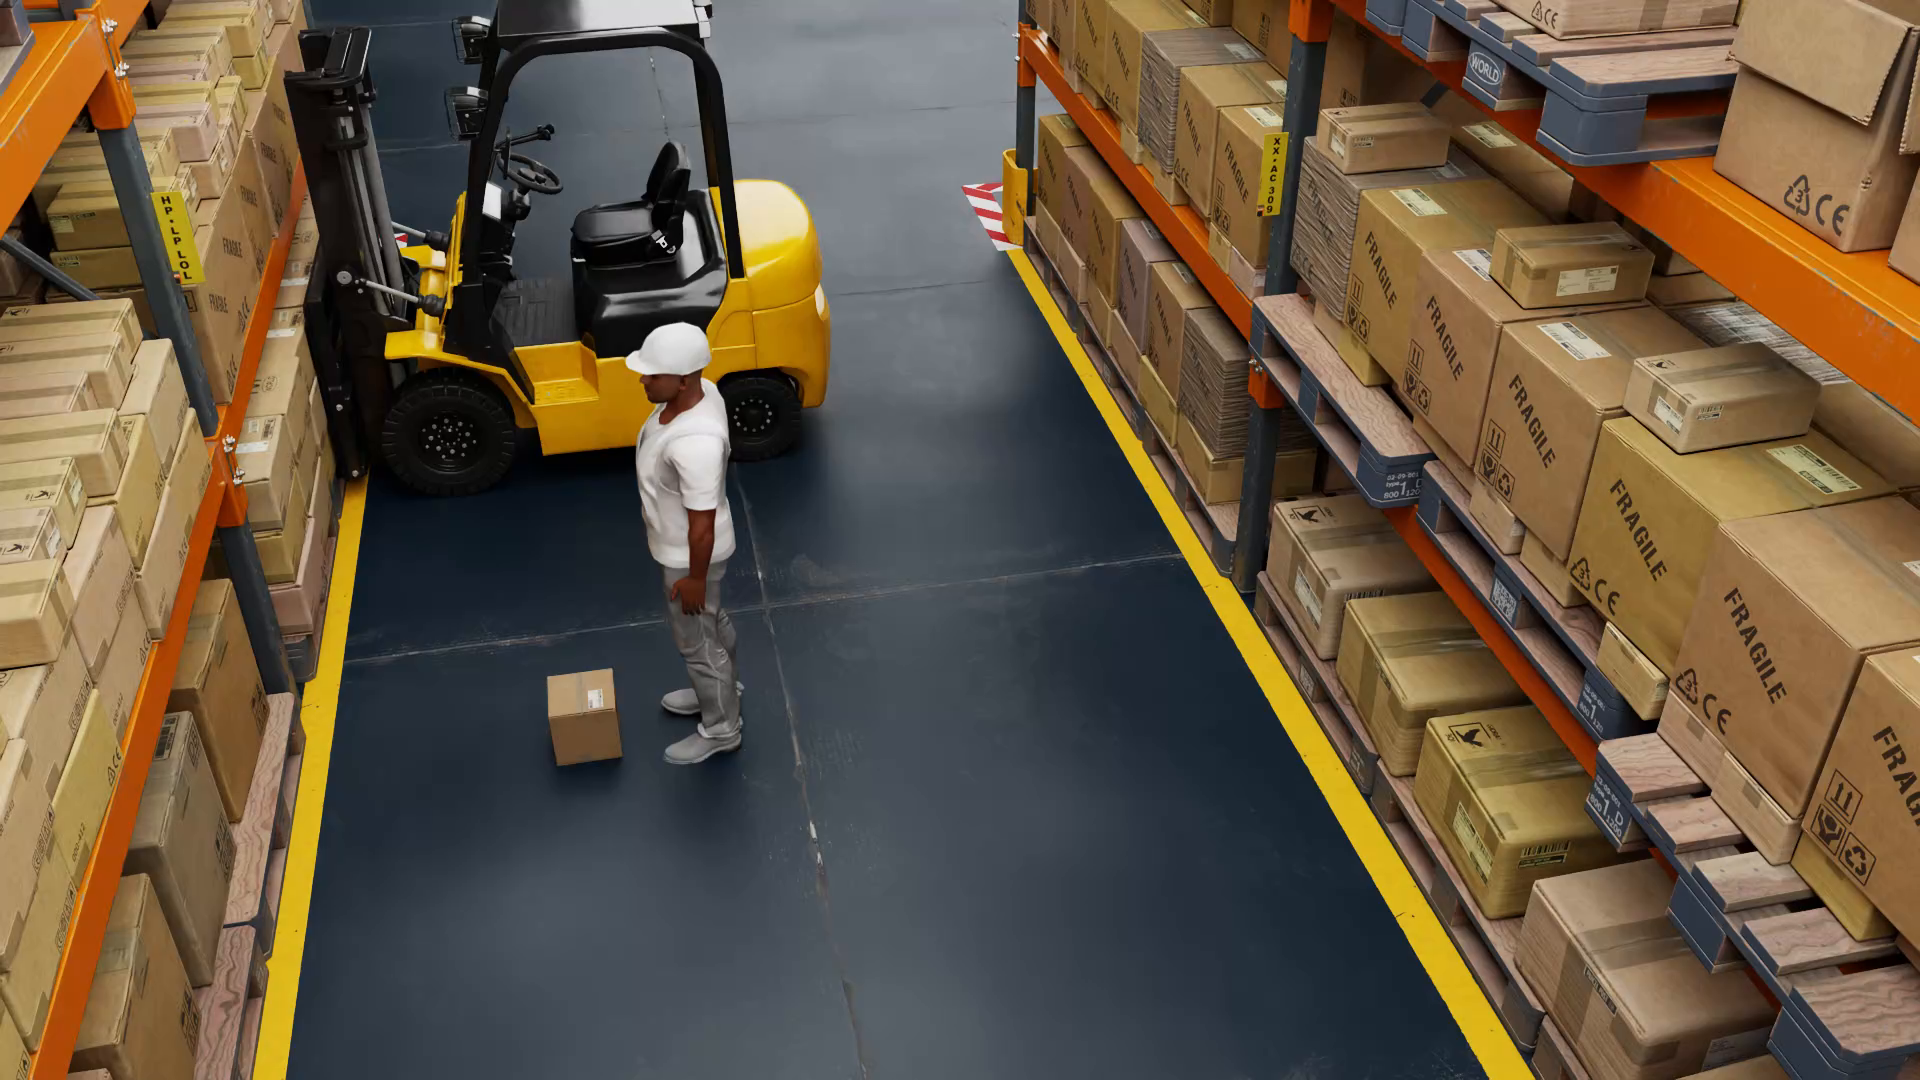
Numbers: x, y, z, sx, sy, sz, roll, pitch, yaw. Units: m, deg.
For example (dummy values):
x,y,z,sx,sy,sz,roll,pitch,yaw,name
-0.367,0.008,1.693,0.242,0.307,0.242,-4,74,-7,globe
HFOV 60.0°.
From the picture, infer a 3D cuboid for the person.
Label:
x,y,z,sx,sy,sz,roll,pitch,yaw,name
-0.997,0.016,6.108,0.372,1.780,0.570,-7,35,-10,person
